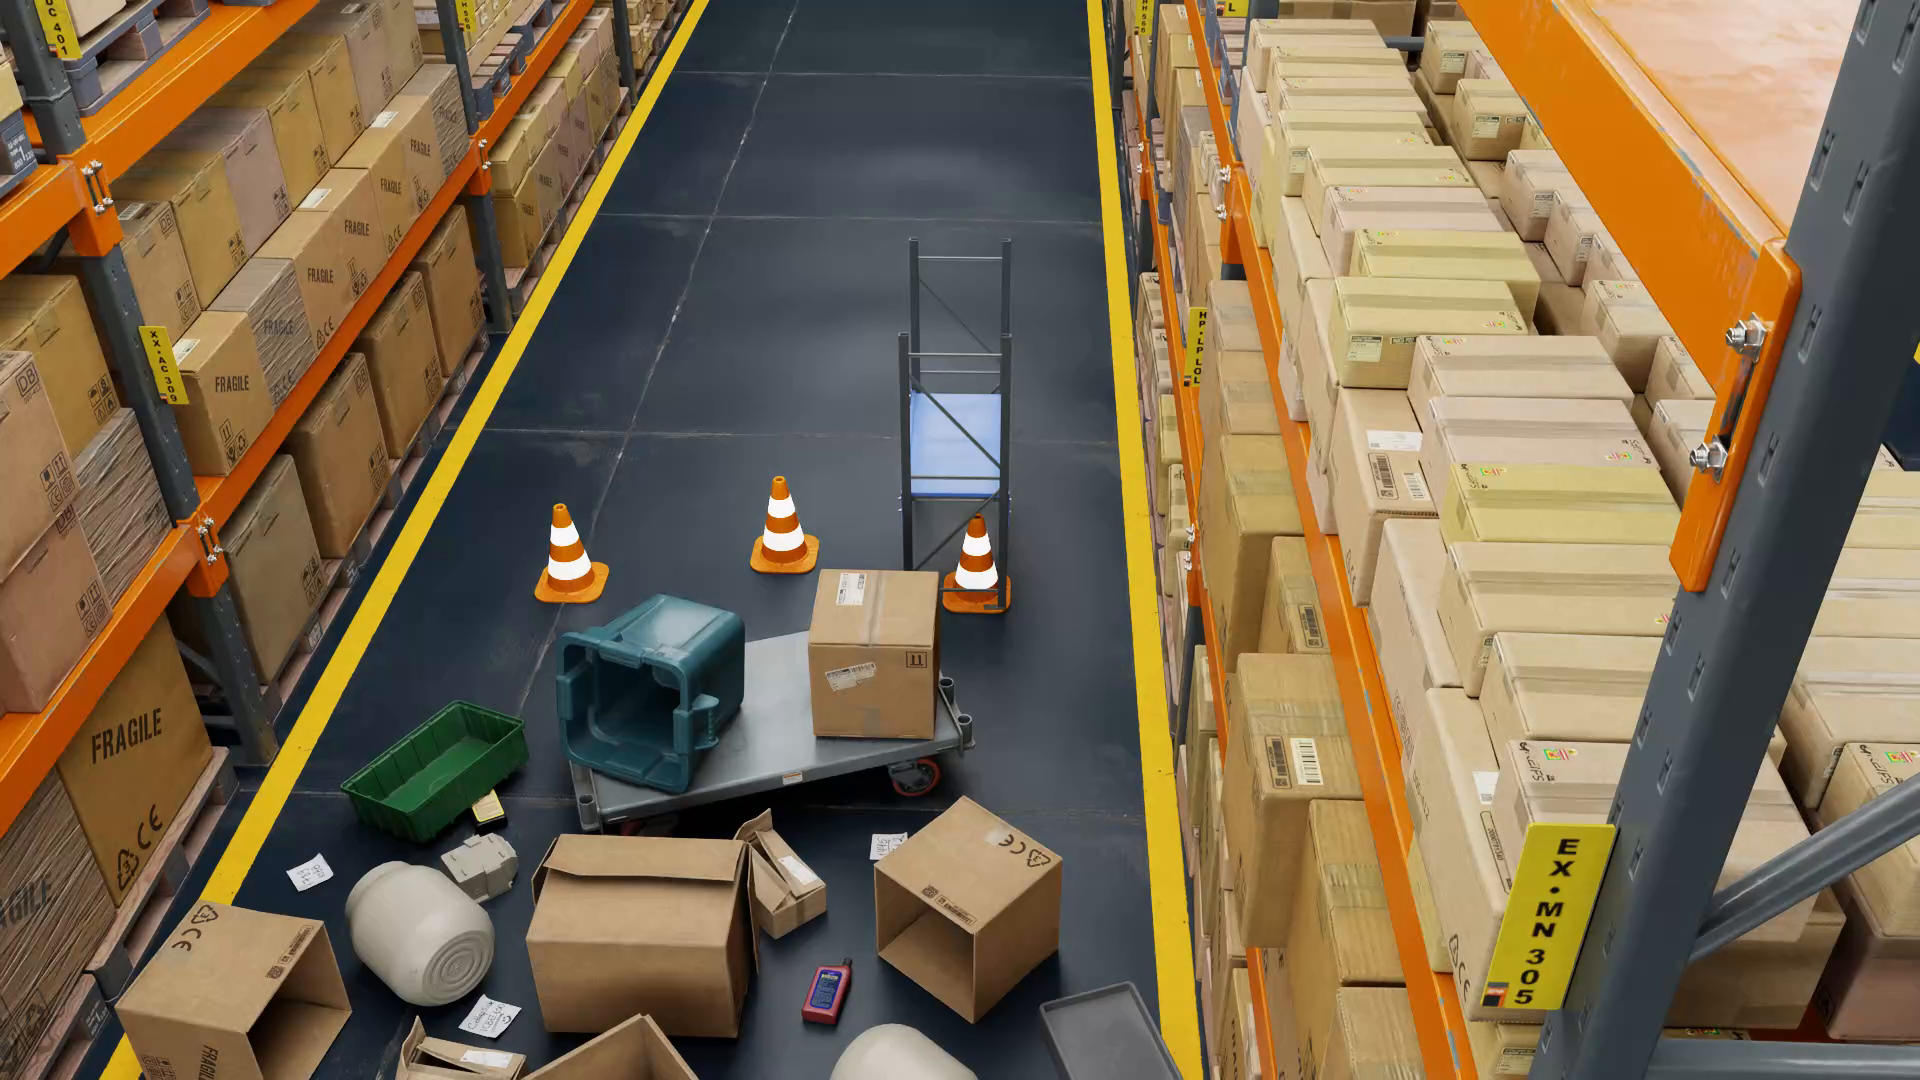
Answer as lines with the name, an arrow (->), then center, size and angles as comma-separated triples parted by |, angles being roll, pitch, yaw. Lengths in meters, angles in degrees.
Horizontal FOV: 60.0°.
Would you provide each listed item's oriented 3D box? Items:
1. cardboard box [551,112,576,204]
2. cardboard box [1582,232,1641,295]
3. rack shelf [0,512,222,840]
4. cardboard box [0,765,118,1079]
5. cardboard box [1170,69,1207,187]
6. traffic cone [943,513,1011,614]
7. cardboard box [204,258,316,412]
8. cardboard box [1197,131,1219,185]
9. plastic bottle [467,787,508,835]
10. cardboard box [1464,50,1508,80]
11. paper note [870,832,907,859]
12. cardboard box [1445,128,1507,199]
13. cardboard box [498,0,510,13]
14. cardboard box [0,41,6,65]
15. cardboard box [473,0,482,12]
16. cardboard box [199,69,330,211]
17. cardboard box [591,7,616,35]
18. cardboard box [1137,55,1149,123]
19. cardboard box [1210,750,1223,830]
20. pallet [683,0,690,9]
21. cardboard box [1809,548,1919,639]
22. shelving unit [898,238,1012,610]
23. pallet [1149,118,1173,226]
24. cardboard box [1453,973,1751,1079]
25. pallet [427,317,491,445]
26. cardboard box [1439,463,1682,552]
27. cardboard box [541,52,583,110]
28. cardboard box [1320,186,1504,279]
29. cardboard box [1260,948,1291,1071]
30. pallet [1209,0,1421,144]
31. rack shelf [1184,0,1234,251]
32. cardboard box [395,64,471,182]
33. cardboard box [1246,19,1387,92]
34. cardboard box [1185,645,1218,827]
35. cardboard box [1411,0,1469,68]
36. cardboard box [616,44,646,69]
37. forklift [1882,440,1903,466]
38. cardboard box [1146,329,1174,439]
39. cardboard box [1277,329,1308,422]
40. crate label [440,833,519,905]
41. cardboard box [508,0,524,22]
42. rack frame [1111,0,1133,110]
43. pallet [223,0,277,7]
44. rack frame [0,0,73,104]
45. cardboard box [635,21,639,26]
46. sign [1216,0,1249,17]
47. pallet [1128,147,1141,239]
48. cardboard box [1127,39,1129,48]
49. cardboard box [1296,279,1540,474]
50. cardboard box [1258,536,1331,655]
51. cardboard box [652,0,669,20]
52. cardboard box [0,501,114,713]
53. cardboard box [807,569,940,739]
cardboard box -> -3.040, -2.705, 11.745 | 0.500, 0.500, 0.500 | 0, 35, 1
cardboard box -> 1.672, -0.588, 3.840 | 0.380, 0.149, 0.250 | 2, 35, 3
rack shelf -> -3.597, 1.170, 5.048 | 1.077, 0.370, 4.000 | 1, 35, 2
cardboard box -> -3.644, 1.302, 5.717 | 0.875, 0.875, 0.875 | 2, 35, 2
cardboard box -> 1.316, -1.992, 8.210 | 0.500, 0.500, 0.500 | 2, 35, 3
traffic cone -> 0.084, 0.076, 8.185 | 0.336, 0.463, 0.334 | 1, 35, 2
cardboard box -> -3.207, -0.900, 7.281 | 0.500, 0.500, 0.500 | 2, 35, 2
cardboard box -> 1.229, -1.642, 7.148 | 0.380, 0.149, 0.250 | 0, 35, 0
plastic bottle -> -2.020, 1.122, 7.046 | 0.133, 0.061, 0.283 | -17, 38, -22
cardboard box -> 1.705, -1.330, 4.895 | 0.380, 0.149, 0.250 | 0, 35, 1
paper note -> -0.292, 1.263, 6.872 | 0.148, 0.019, 0.142 | 1, 35, 2
cardboard box -> 1.665, -0.955, 4.708 | 0.500, 0.250, 0.500 | 1, 35, 1
cardboard box -> -3.110, -3.490, 10.647 | 0.380, 0.149, 0.250 | 1, 35, 2
cardboard box -> -3.280, -1.485, 5.011 | 0.500, 0.250, 0.500 | 1, 35, 1
cardboard box -> -3.136, -3.299, 10.118 | 0.380, 0.149, 0.250 | 0, 35, 1
cardboard box -> -3.442, -1.885, 7.812 | 0.700, 0.500, 0.500 | 1, 35, 1
cardboard box -> -2.974, -4.312, 13.819 | 0.380, 0.149, 0.250 | 3, 35, 4
cardboard box -> 1.355, -2.750, 10.131 | 0.500, 0.250, 0.500 | 0, 35, 0
cardboard box -> 1.056, 0.862, 5.670 | 0.380, 0.149, 0.250 | 3, 35, 4
pallet -> -3.106, -5.517, 16.363 | 1.003, 0.211, 1.213 | 1, 35, 2
cardboard box -> 1.557, 0.143, 2.799 | 0.380, 0.149, 0.250 | 1, 35, 2
shelving unit -> -0.011, -0.574, 8.196 | 0.538, 1.500, 1.048 | 1, 34, 1
pallet -> 1.672, -2.025, 9.135 | 1.213, 0.211, 1.003 | 1, 35, 2
cardboard box -> 1.008, 0.745, 2.637 | 0.380, 0.149, 0.250 | 1, 35, 2
pallet -> -3.463, -0.979, 9.906 | 1.003, 0.211, 1.213 | 1, 35, 2
cardboard box -> 1.094, -0.010, 3.017 | 0.380, 0.149, 0.250 | 2, 35, 2
cardboard box -> -3.014, -3.293, 11.929 | 0.500, 0.250, 0.500 | 0, 35, 0
cardboard box -> 1.097, -0.745, 4.063 | 0.380, 0.149, 0.250 | 1, 35, 1
cardboard box -> 1.068, 1.025, 4.283 | 0.500, 0.500, 0.500 | 1, 35, 2
pallet -> 1.565, -1.720, 6.089 | 1.213, 0.211, 1.003 | 1, 35, 2
rack shelf -> 1.514, -2.299, 7.375 | 1.077, 0.370, 4.000 | 1, 35, 2
cardboard box -> -3.106, -2.347, 9.340 | 0.500, 0.500, 0.500 | 1, 35, 2
cardboard box -> 1.095, -1.494, 5.130 | 0.380, 0.149, 0.250 | 1, 35, 1
cardboard box -> 1.140, 0.762, 6.377 | 0.500, 0.500, 0.500 | 3, 35, 4
cardboard box -> 1.858, -1.881, 5.920 | 0.500, 0.250, 0.500 | 0, 35, 1
cardboard box -> -2.860, -4.077, 14.002 | 0.380, 0.149, 0.250 | 0, 35, 0
forklift -> 3.365, -0.618, 7.026 | 1.130, 2.935, 3.031 | 1, 35, 1
cardboard box -> 1.540, -0.863, 9.236 | 0.950, 0.372, 0.625 | 1, 35, 1
cardboard box -> 1.036, -0.430, 4.308 | 0.380, 0.149, 0.250 | 1, 35, 1
crate label -> -1.942, 1.319, 6.700 | 0.298, 0.136, 0.250 | -24, 42, -30
cardboard box -> -3.097, -3.510, 10.935 | 0.380, 0.149, 0.250 | 2, 35, 3
rack frame -> 1.755, -4.813, 12.936 | 1.000, 3.000, 0.127 | 1, 35, 2
pallet -> -3.371, -2.708, 7.495 | 1.003, 0.211, 1.213 | 3, 35, 4
rack frame -> -3.517, -2.728, 4.751 | 1.000, 3.000, 0.127 | 1, 35, 2
cardboard box -> -2.940, -4.345, 14.125 | 0.380, 0.149, 0.250 | 2, 35, 2
sign -> 0.879, -1.828, 5.287 | 0.100, 0.325, 0.005 | 1, 35, 2
pallet -> 1.753, -2.525, 12.105 | 1.003, 0.211, 1.213 | 1, 35, 2
cardboard box -> 1.887, -4.295, 14.062 | 0.875, 0.438, 0.875 | 1, 35, 1
cardboard box -> 1.080, -0.384, 3.897 | 0.500, 0.250, 0.500 | 2, 35, 2
cardboard box -> 1.180, 0.341, 4.386 | 0.700, 0.500, 0.500 | 1, 35, 2
cardboard box -> -2.848, -4.823, 15.064 | 0.380, 0.149, 0.250 | 0, 35, 1
cardboard box -> -3.519, 0.194, 5.681 | 0.875, 0.550, 0.550 | 1, 35, 2
cardboard box -> -0.346, 0.472, 6.931 | 0.500, 0.500, 0.500 | 1, 35, 2
